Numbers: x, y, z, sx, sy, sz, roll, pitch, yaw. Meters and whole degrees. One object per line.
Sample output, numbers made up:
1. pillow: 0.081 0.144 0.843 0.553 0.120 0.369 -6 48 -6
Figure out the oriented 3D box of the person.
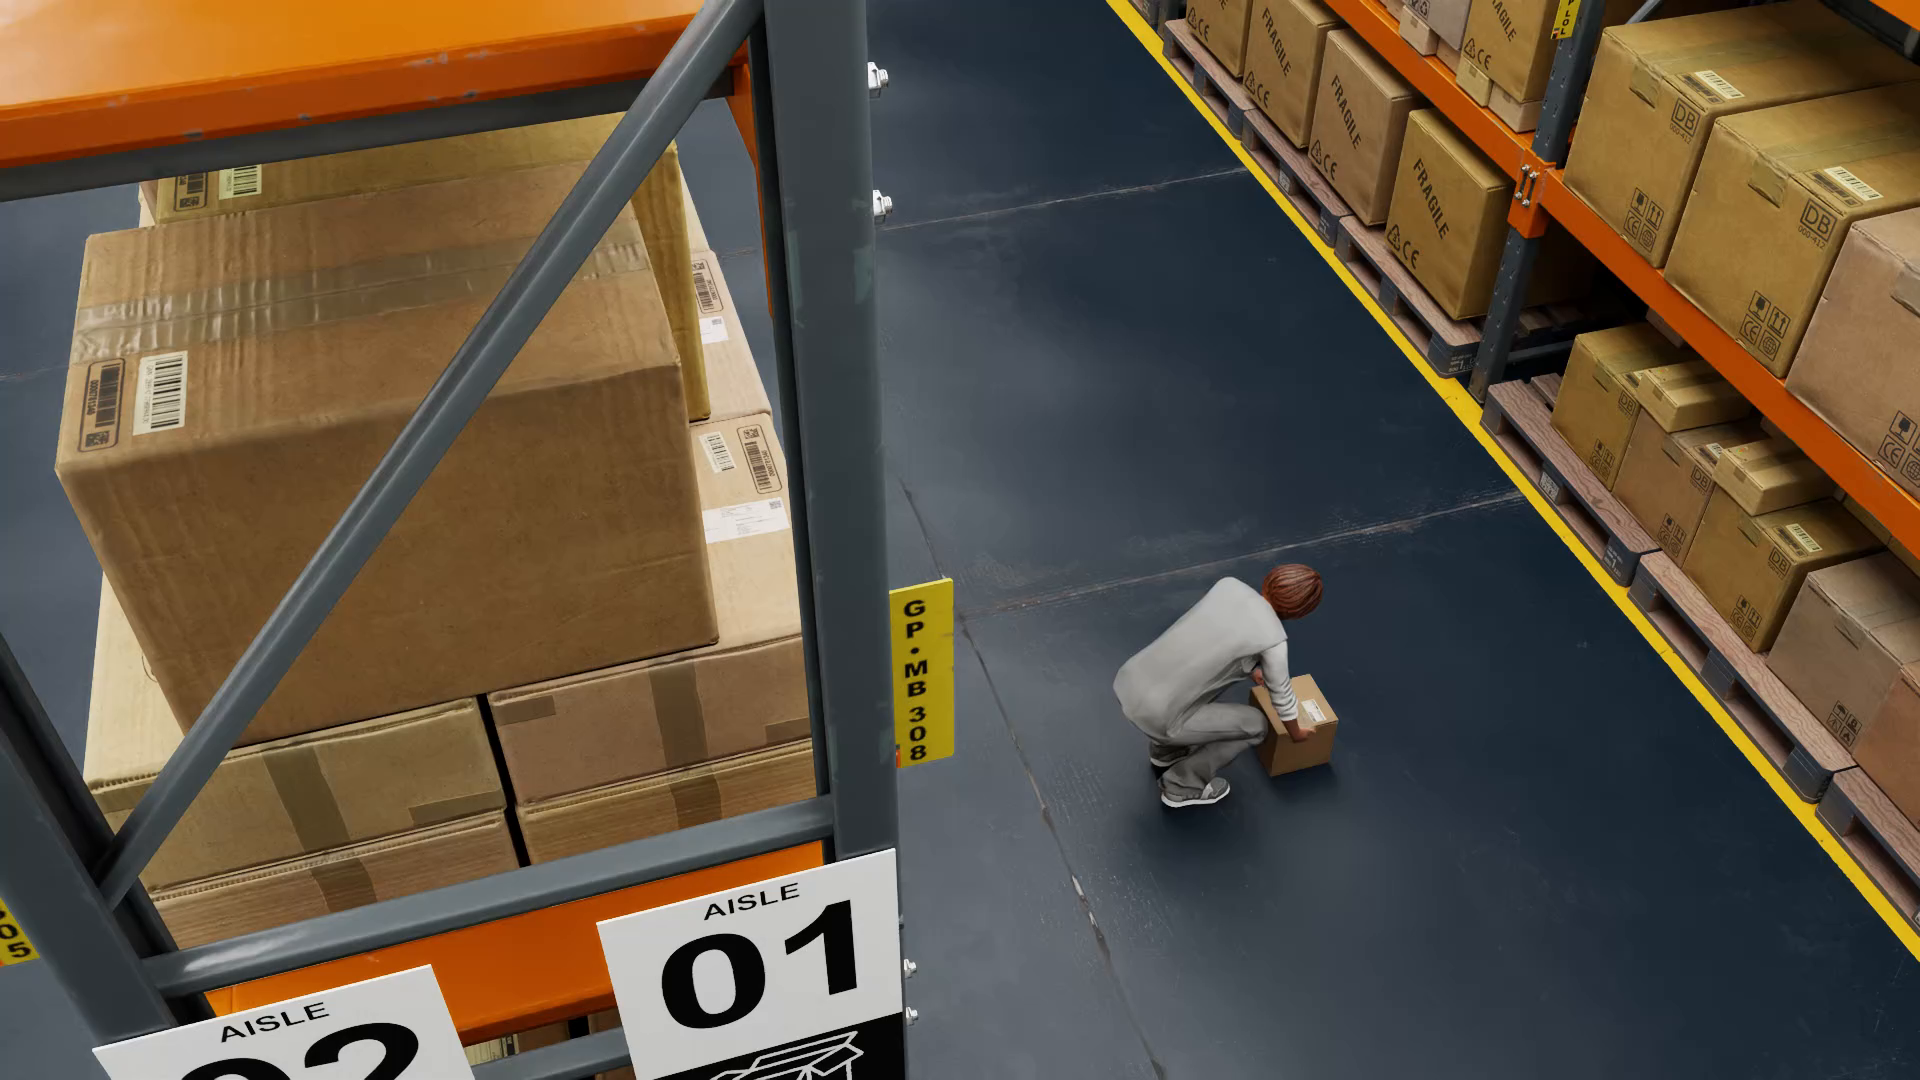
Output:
1. person: 0.931 0.530 6.096 0.788 0.919 0.451 -12 44 -13
